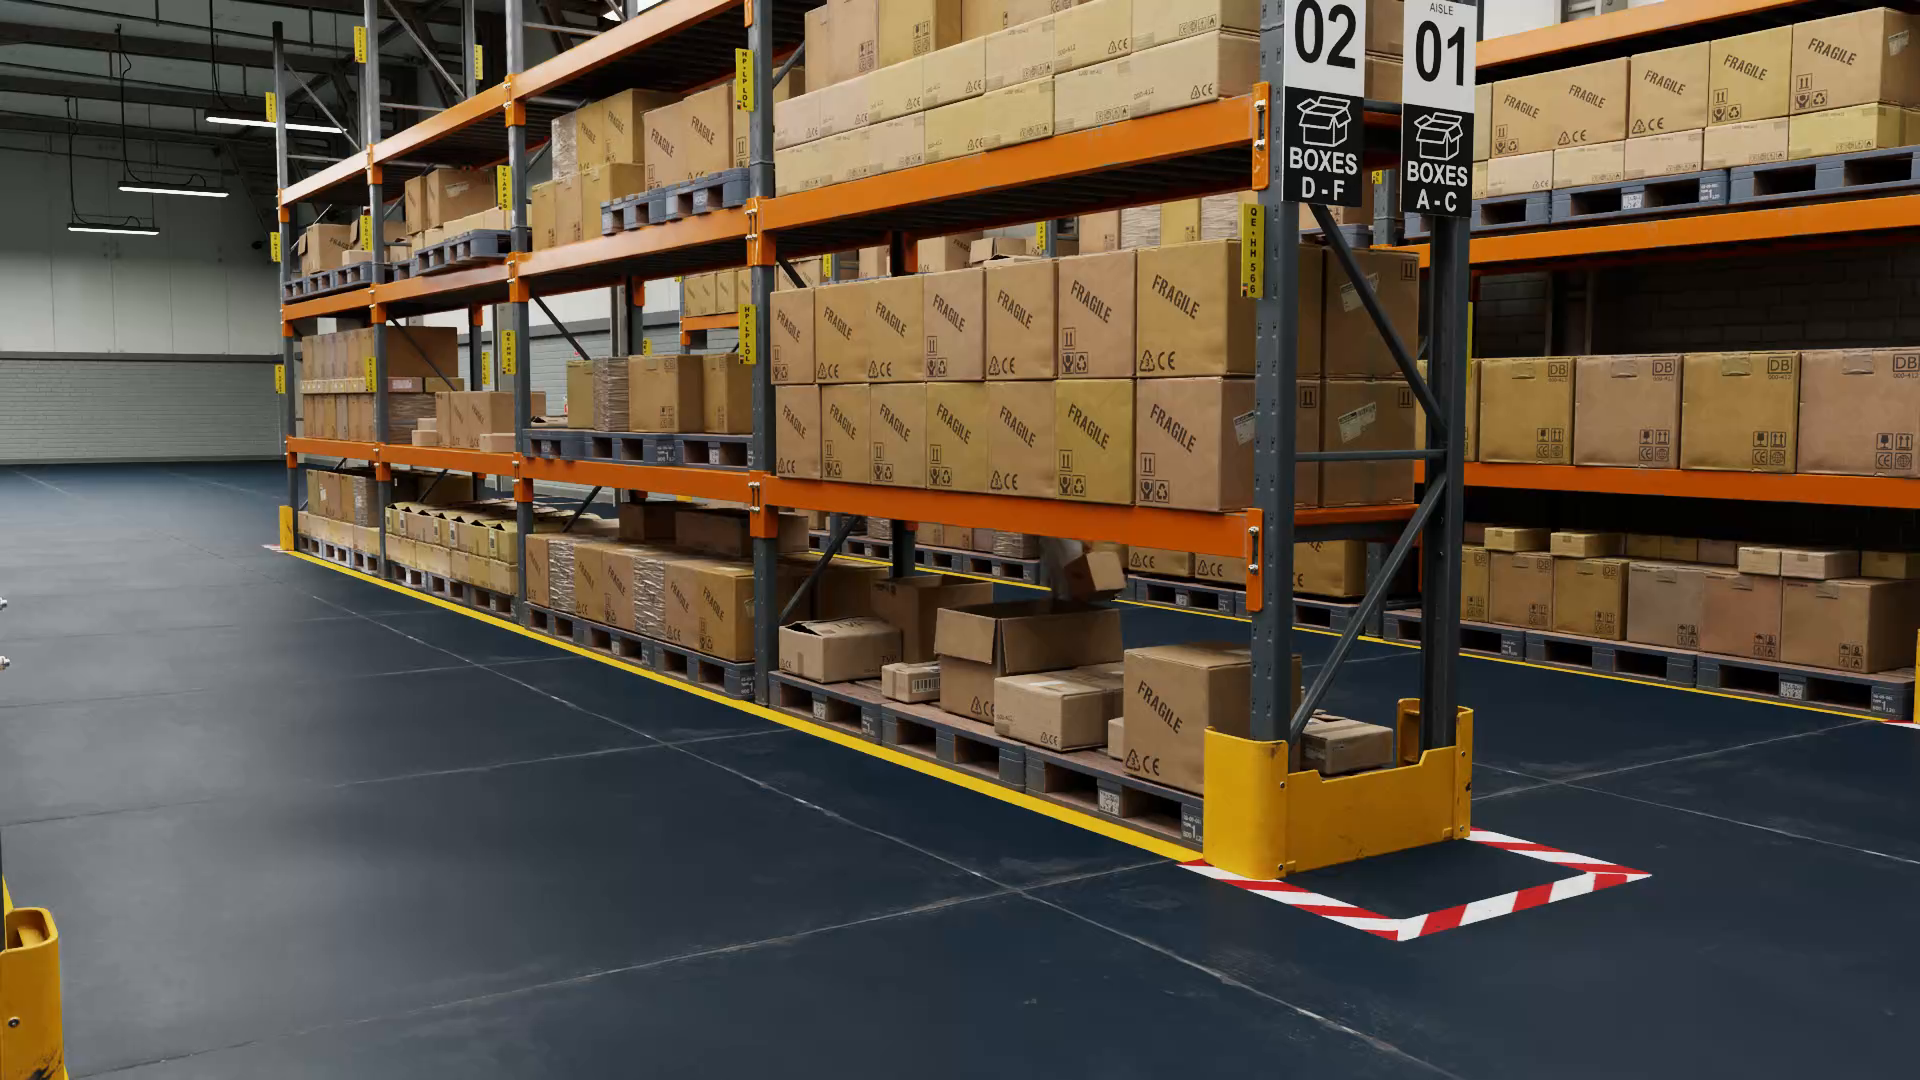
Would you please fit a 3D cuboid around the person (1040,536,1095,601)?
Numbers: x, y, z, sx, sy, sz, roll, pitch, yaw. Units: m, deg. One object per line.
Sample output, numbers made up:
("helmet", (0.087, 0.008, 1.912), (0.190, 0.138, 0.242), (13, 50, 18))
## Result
("person", (0.700, -0.023, 10.593), (0.440, 1.684, 0.530), (-1, 5, -13))
